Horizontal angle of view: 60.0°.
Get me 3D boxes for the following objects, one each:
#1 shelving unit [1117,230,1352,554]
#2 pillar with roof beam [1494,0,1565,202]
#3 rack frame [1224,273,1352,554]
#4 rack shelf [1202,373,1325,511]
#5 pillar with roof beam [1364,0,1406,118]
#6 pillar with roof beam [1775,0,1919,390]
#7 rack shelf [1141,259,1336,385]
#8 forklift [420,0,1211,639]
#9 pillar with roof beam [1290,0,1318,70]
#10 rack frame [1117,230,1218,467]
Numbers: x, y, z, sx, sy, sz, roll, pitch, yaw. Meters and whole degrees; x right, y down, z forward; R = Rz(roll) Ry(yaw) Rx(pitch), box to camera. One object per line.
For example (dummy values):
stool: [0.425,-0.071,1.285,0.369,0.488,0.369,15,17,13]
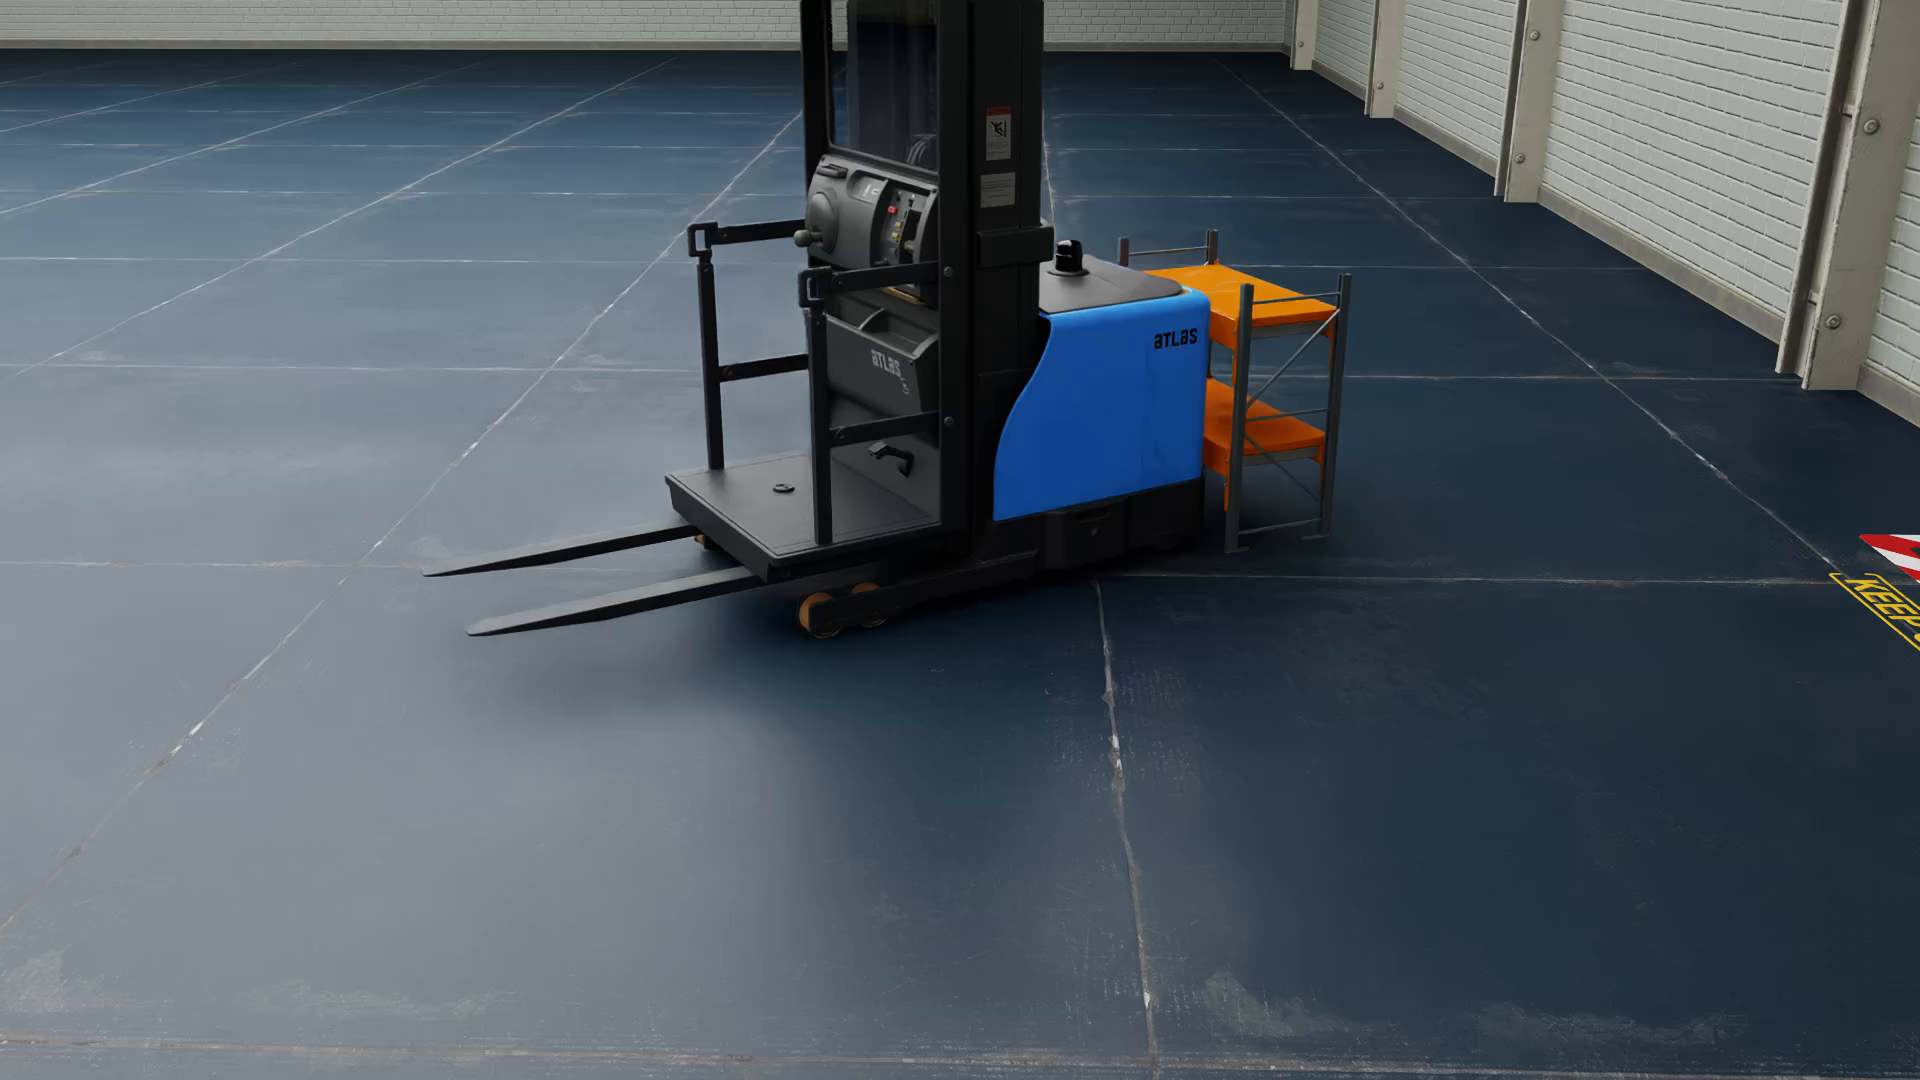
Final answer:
shelving unit: [1.134,-0.677,7.218,0.538,1.125,1.048,-9,23,-21]
pillar with roof beam: [0.699,-7.311,13.432,9.100,9.000,0.400,1,21,2]
rack frame: [1.333,-0.508,6.783,0.500,1.125,0.032,-9,23,-21]
rack shelf: [1.134,-0.449,7.307,0.538,0.278,1.000,-9,23,-21]
pillar with roof beam: [0.882,-9.481,19.023,9.100,9.000,0.400,1,21,2]
pillar with roof beam: [0.517,-5.142,7.840,9.100,9.000,0.400,1,21,2]
rack shelf: [1.134,-0.950,7.113,0.538,0.278,1.000,-9,23,-21]
forklift: [-0.517,-1.222,6.127,3.031,2.935,1.130,-12,24,-28]
pillar with roof beam: [1.064,-11.650,24.614,9.100,9.000,0.400,1,21,2]
rack frame: [0.934,-0.846,7.654,0.500,1.125,0.032,-9,23,-21]
